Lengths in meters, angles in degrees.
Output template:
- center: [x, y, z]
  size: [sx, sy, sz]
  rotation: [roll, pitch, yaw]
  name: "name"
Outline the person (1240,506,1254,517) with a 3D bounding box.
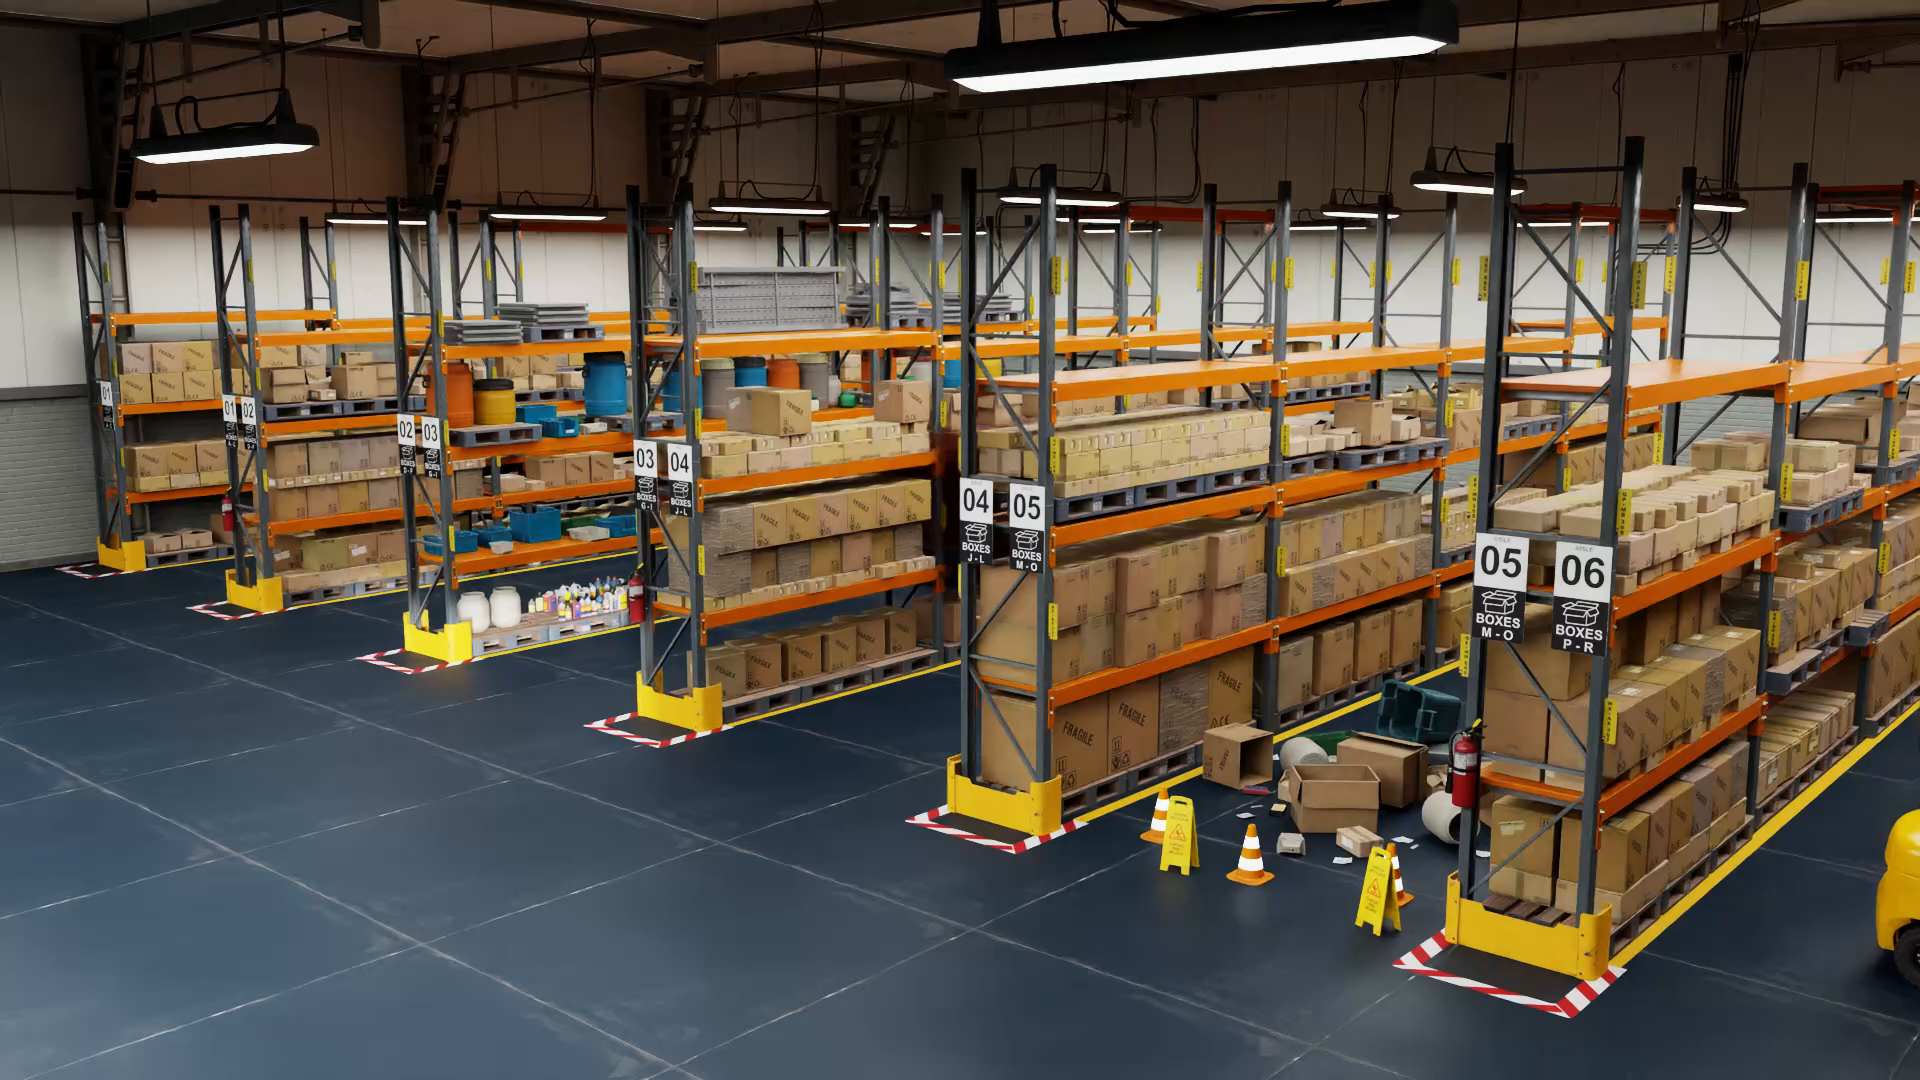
- center: [3.851, 0.343, 22.397]
  size: [0.488, 1.670, 0.502]
  rotation: [8, 12, 39]
  name: "person"
